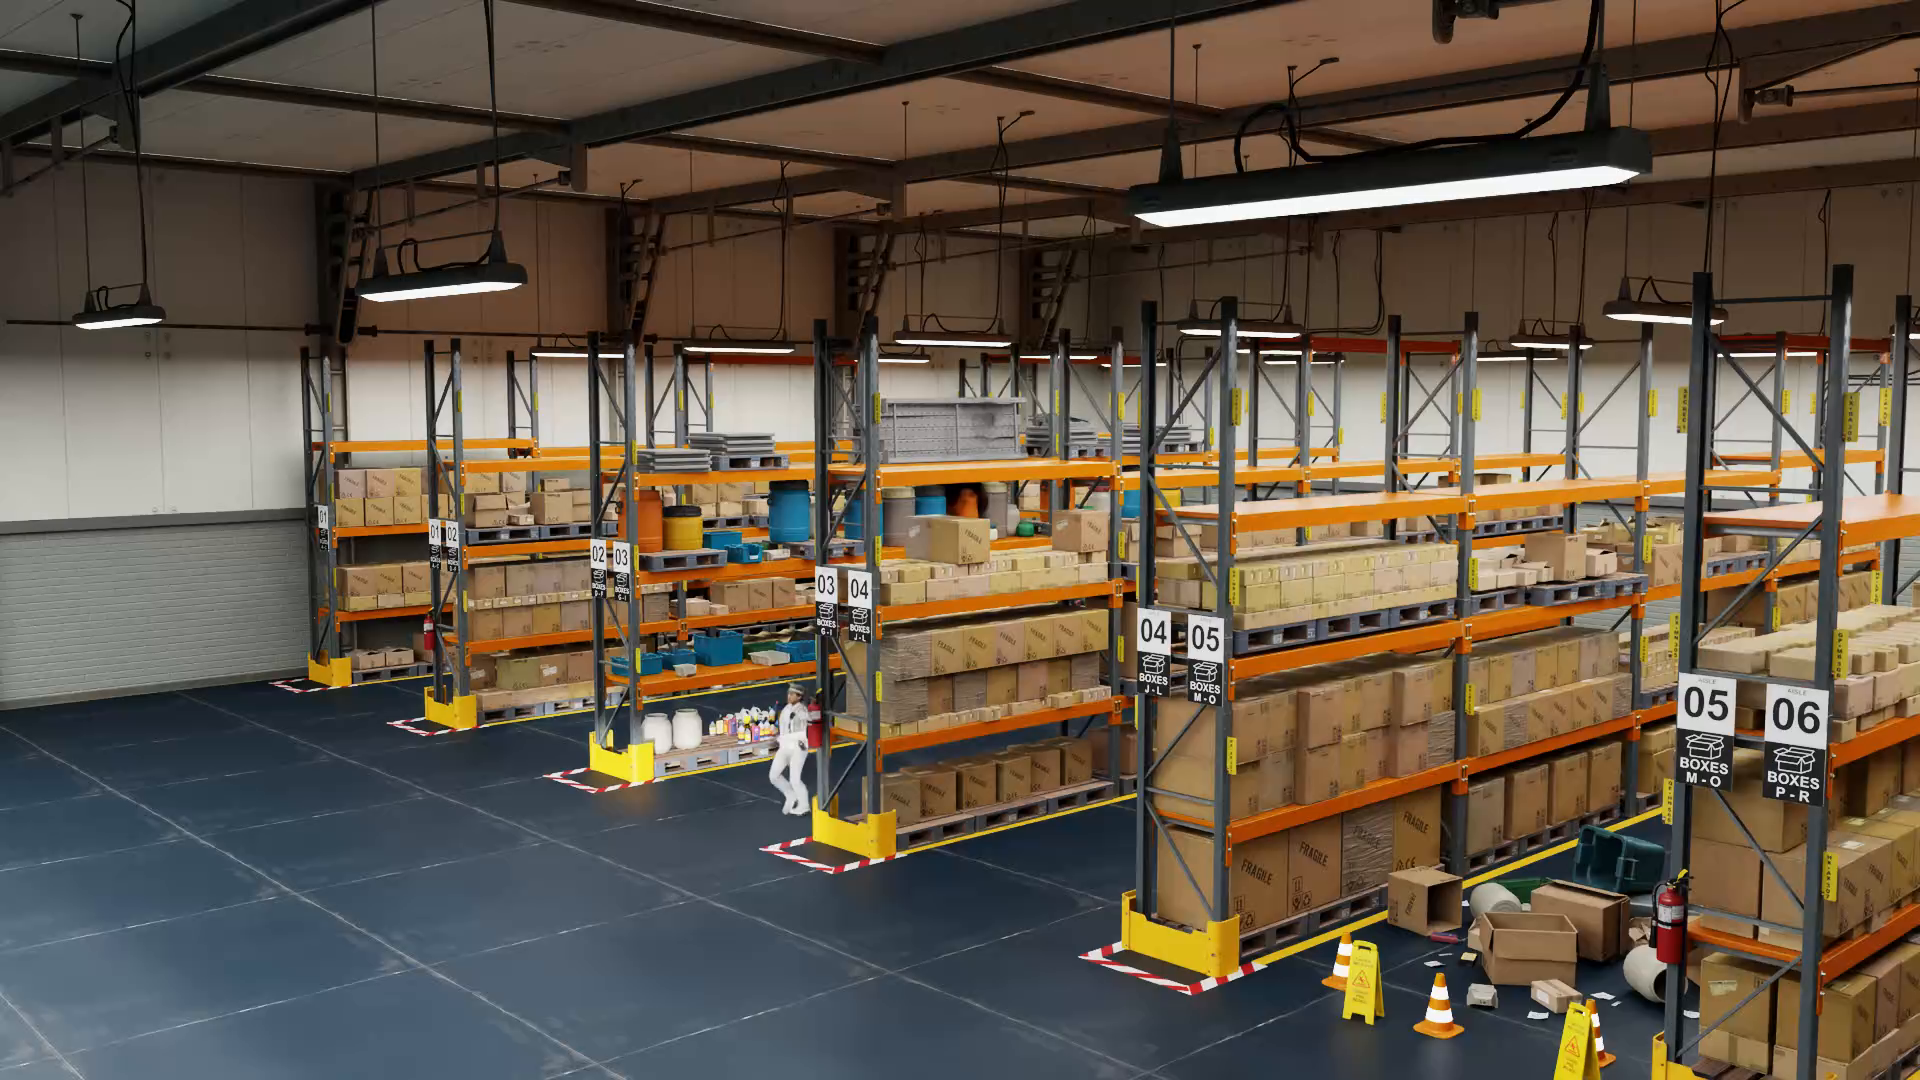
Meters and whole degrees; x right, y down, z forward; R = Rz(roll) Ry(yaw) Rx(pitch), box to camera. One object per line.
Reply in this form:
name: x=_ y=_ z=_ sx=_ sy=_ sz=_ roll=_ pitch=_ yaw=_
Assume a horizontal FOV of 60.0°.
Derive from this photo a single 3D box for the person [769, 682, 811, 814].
person: x=-2.072 y=2.554 z=20.268 sx=0.602 sy=1.670 sz=0.613 roll=-5 pitch=7 yaw=-44
